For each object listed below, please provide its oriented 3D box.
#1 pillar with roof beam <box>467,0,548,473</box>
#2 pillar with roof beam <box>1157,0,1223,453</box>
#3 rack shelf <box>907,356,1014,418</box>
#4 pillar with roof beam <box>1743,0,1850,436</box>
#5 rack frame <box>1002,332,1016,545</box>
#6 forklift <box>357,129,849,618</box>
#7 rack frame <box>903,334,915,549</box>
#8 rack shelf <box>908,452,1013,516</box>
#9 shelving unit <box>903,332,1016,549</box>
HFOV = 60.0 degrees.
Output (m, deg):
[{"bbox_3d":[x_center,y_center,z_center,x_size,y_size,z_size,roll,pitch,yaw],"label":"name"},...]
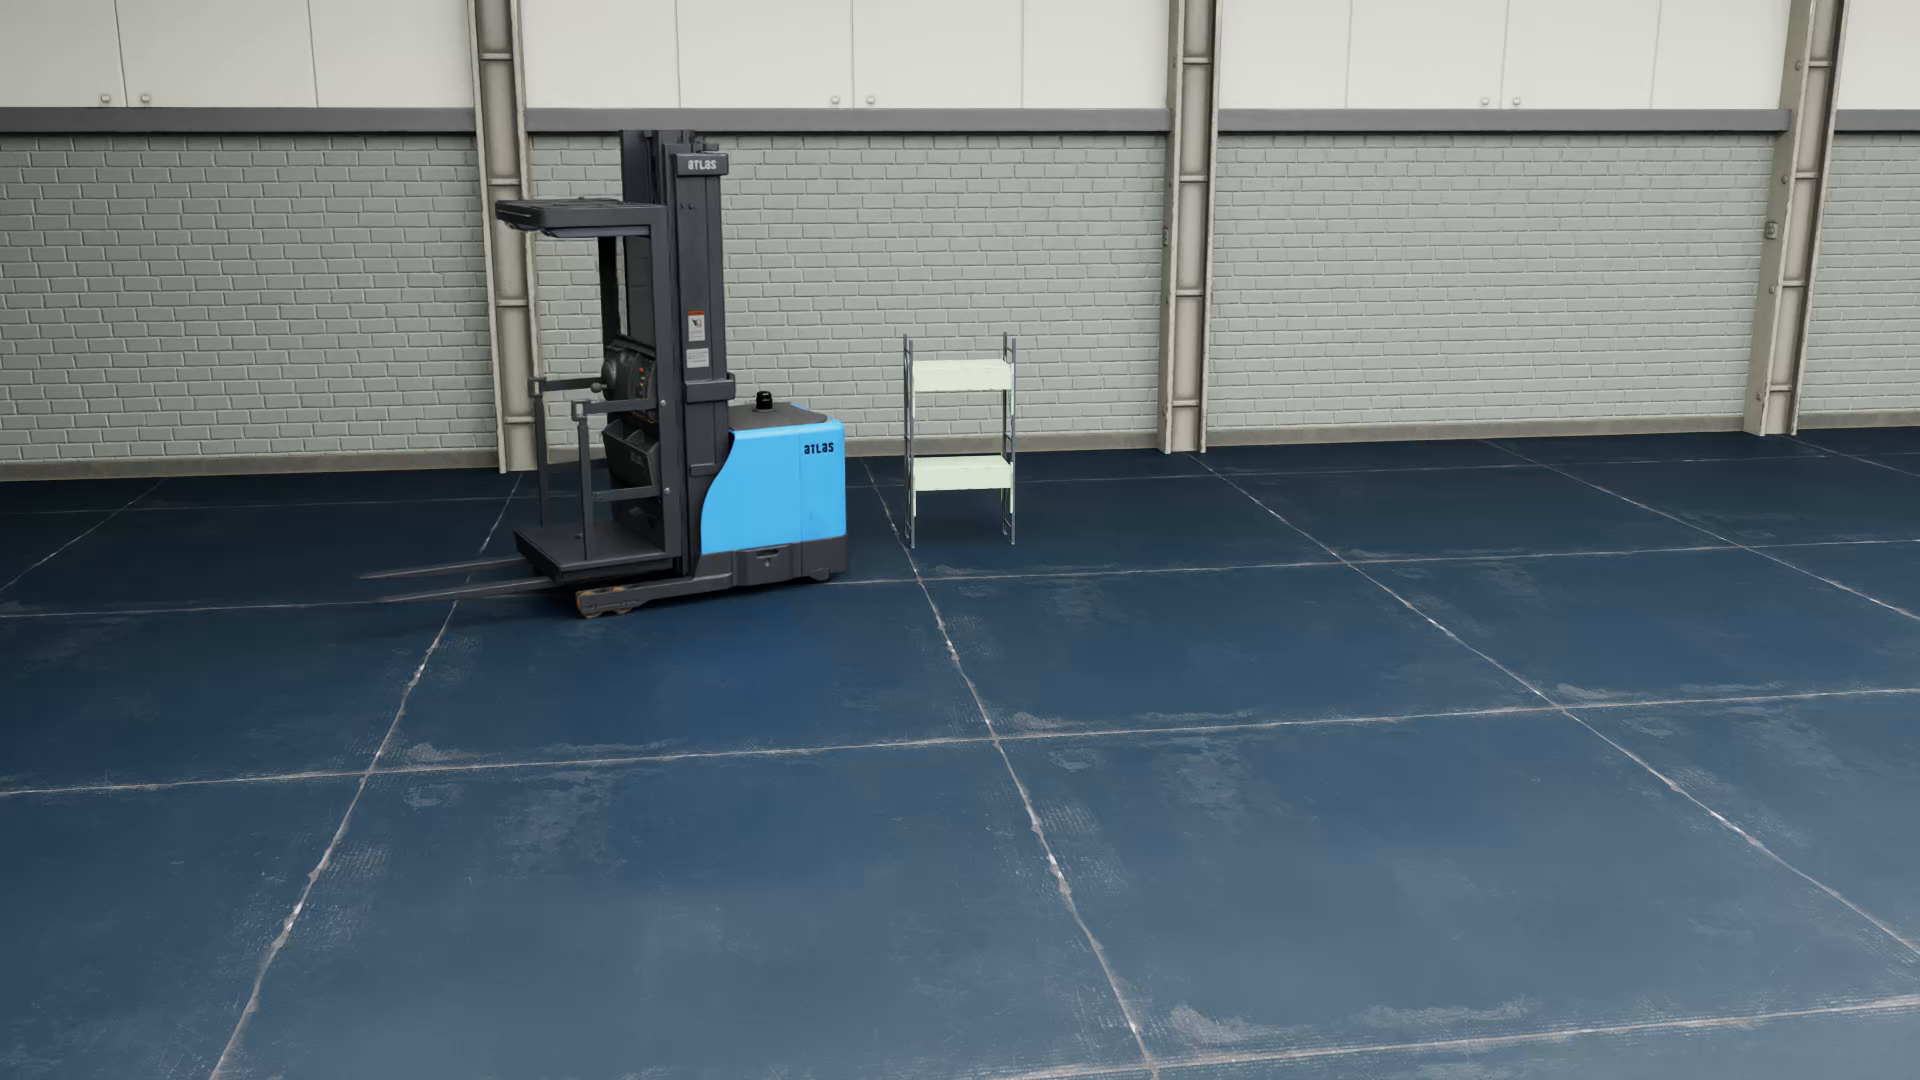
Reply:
[{"bbox_3d":[-3.218,-3.959,9.507,0.400,9.000,9.100,-2,14,-8],"label":"pillar with roof beam"},{"bbox_3d":[2.715,-4.176,10.374,0.400,9.000,9.100,-2,14,-8],"label":"pillar with roof beam"},{"bbox_3d":[-0.007,-1.106,11.943,0.720,0.370,0.431,-2,14,-8],"label":"rack shelf"},{"bbox_3d":[8.648,-4.393,11.241,0.400,9.000,9.100,-2,14,-8],"label":"pillar with roof beam"},{"bbox_3d":[0.355,-0.740,12.091,0.023,1.500,0.400,-2,14,-8],"label":"rack frame"},{"bbox_3d":[-2.287,-1.085,10.524,3.031,2.935,1.130,-8,16,-28],"label":"forklift"},{"bbox_3d":[-0.369,-0.714,11.986,0.023,1.500,0.400,-2,14,-8],"label":"rack frame"},{"bbox_3d":[-0.007,-0.411,12.118,0.720,0.370,0.431,-2,14,-8],"label":"rack shelf"},{"bbox_3d":[-0.007,-0.727,12.038,0.755,1.500,0.431,-2,14,-8],"label":"shelving unit"}]
